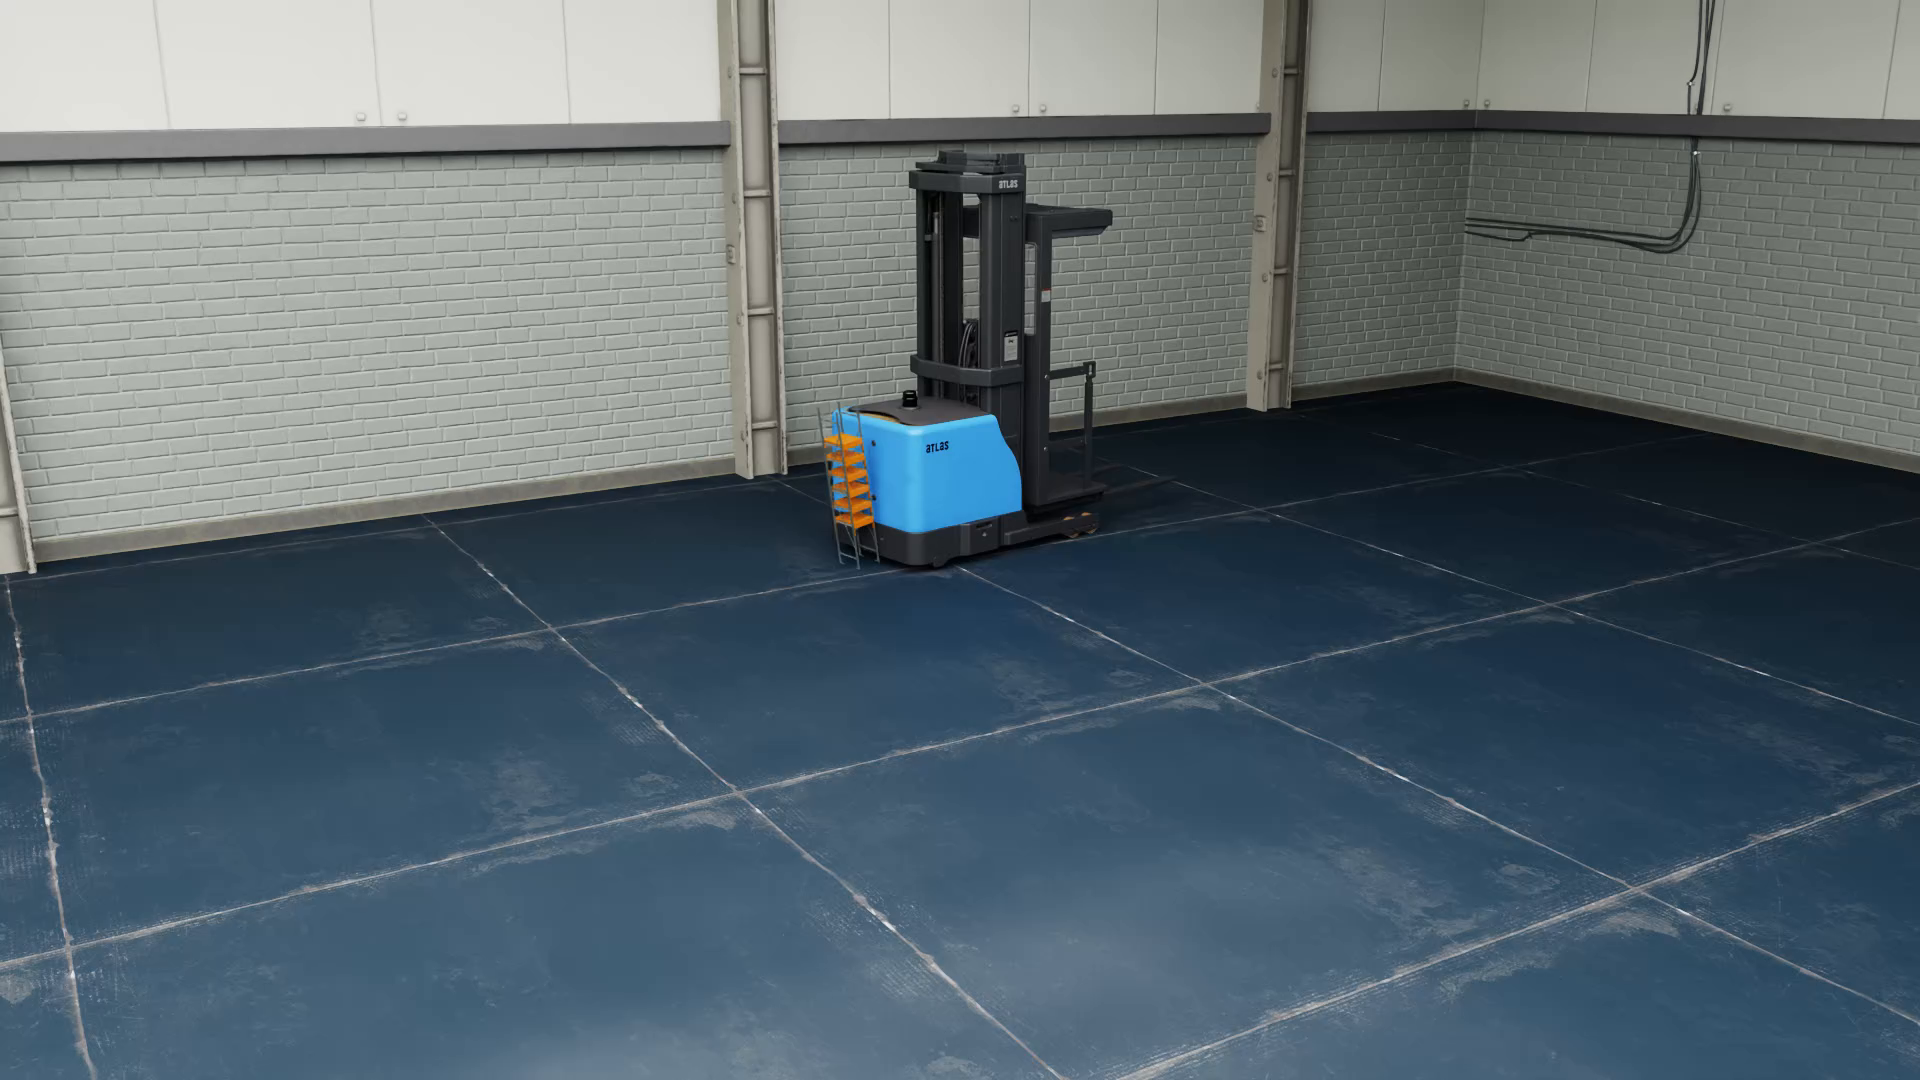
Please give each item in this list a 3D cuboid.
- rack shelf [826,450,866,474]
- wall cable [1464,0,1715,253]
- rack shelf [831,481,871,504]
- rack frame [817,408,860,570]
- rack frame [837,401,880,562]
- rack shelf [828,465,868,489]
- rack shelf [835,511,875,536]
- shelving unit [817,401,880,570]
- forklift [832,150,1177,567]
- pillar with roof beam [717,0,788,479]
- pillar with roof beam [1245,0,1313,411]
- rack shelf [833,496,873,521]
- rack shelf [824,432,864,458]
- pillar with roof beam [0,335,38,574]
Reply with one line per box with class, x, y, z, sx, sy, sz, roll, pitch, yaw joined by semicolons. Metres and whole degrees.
rack shelf;-0.828;-0.573;11.986;0.180;0.103;0.258;-23;26;-36
wall cable;6.547;-4.382;17.623;0.112;2.526;3.097;-9;18;-30
rack shelf;-0.802;-0.351;12.072;0.180;0.103;0.258;-23;26;-36
rack frame;-0.875;-0.363;12.003;0.006;1.200;0.240;-23;26;-36
rack frame;-0.738;-0.421;12.109;0.006;1.200;0.240;-23;26;-36
rack shelf;-0.815;-0.462;12.029;0.180;0.103;0.258;-23;26;-36
rack shelf;-0.775;-0.128;12.158;0.180;0.103;0.258;-23;26;-36
shelving unit;-0.807;-0.392;12.056;0.189;1.200;0.258;-23;26;-36
forklift;0.469;-1.522;12.909;3.031;2.935;1.130;-13;20;-39
pillar with roof beam;0.414;-3.943;10.305;0.400;9.000;9.100;-9;18;-30
pillar with roof beam;5.558;-4.777;13.281;0.400;9.000;9.100;-9;18;-30
rack shelf;-0.789;-0.240;12.115;0.180;0.103;0.258;-23;26;-36
rack shelf;-0.841;-0.685;11.943;0.180;0.103;0.258;-23;26;-36
pillar with roof beam;-4.729;-3.109;7.330;0.400;9.000;9.100;-9;18;-30
